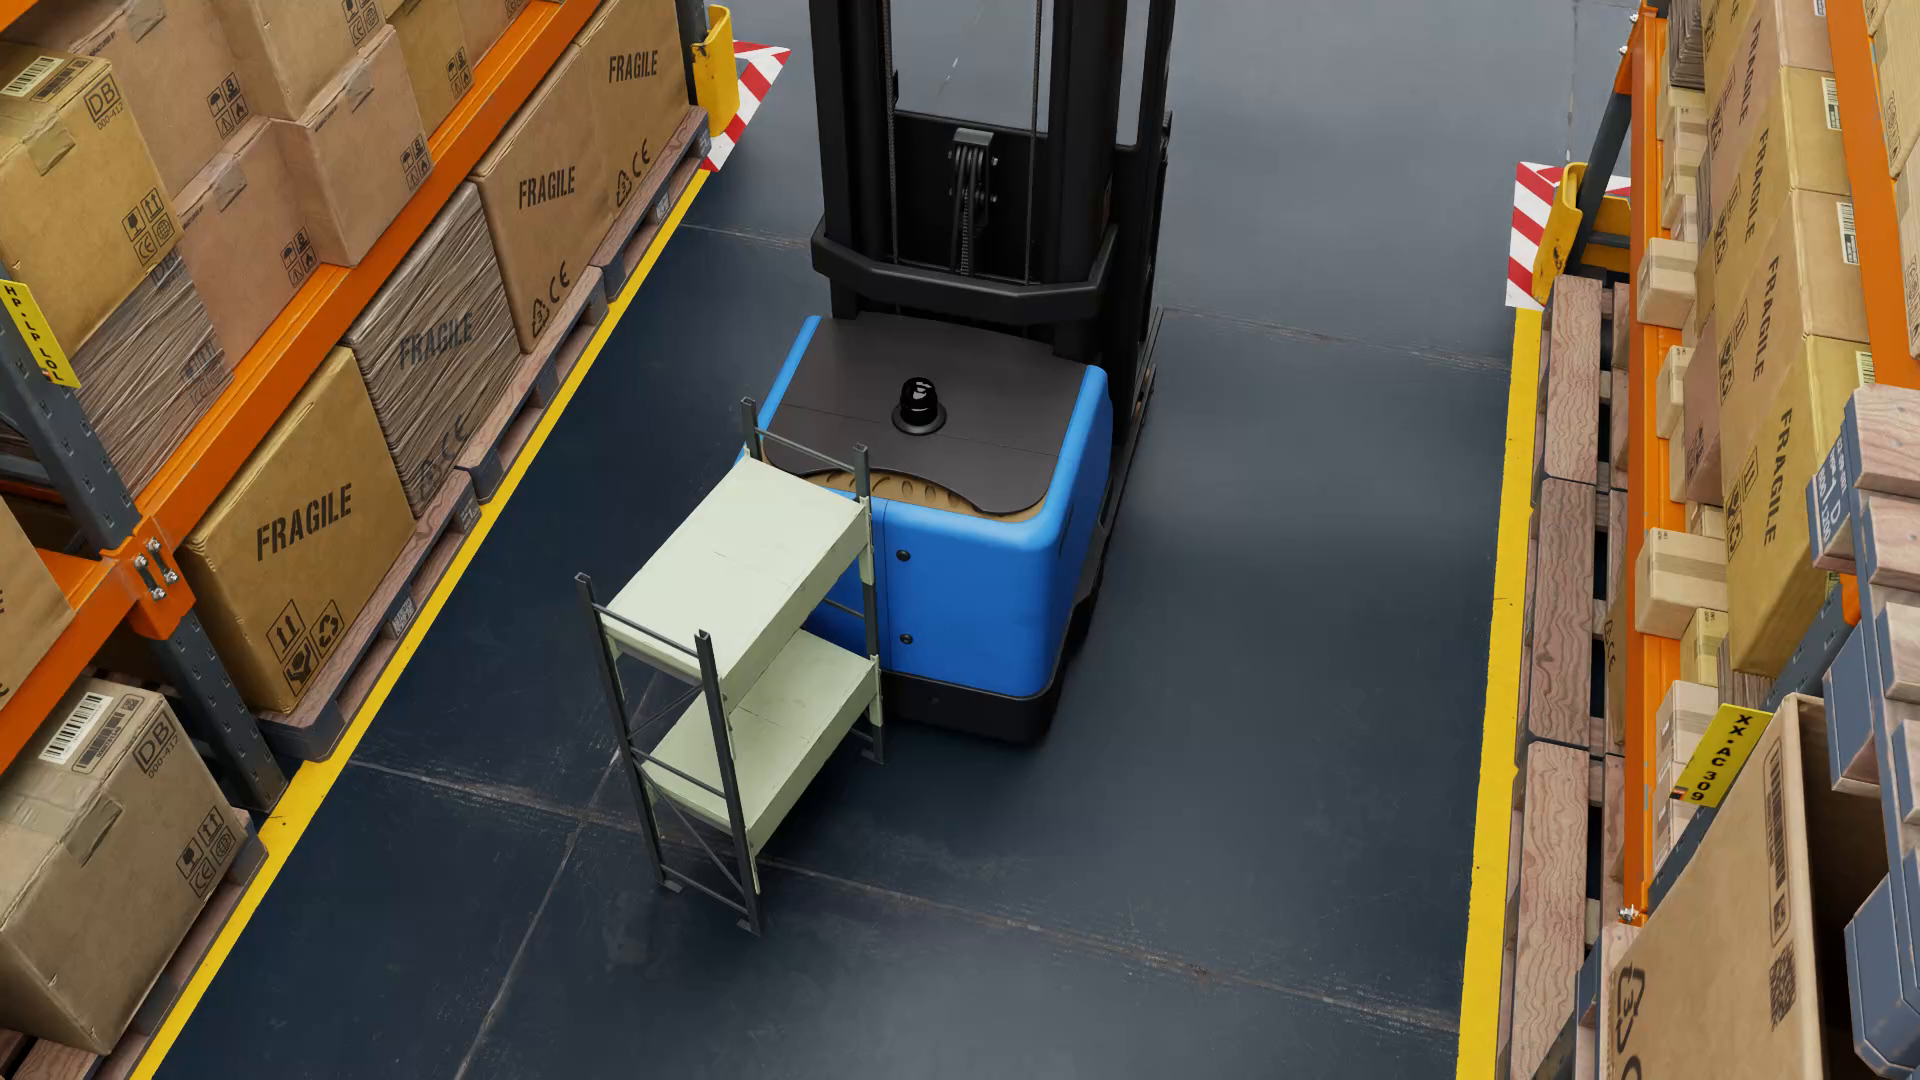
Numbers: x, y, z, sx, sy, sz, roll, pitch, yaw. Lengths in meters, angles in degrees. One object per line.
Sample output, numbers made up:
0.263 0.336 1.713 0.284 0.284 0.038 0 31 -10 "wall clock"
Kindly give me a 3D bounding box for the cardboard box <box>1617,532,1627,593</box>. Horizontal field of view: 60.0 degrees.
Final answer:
2.596 -0.050 5.680 0.500 0.500 0.500 16 50 14 "cardboard box"

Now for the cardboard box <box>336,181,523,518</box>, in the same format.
-2.261 -0.763 6.060 0.875 0.875 0.875 12 50 10 "cardboard box"

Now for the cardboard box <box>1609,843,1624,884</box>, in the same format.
2.318 0.810 4.922 0.500 0.500 0.500 27 54 22 "cardboard box"

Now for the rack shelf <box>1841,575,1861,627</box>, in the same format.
1.505 1.511 1.395 1.077 0.370 4.000 12 50 10 "rack shelf"

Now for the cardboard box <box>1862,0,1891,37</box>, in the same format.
2.176 -1.251 3.453 0.500 0.250 0.500 11 50 10 "cardboard box"

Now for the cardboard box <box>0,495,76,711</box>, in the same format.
-2.607 0.164 4.038 0.500 0.500 0.500 11 50 10 "cardboard box"

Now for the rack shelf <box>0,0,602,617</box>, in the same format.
-2.201 -1.442 6.002 1.077 0.370 4.000 12 50 10 "rack shelf"

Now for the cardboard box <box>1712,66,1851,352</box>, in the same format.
2.147 -0.747 3.976 0.500 0.500 0.500 12 50 10 "cardboard box"

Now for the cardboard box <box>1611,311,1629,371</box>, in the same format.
2.903 -0.938 6.464 0.500 0.500 0.500 20 52 17 "cardboard box"

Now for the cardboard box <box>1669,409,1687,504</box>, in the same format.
2.181 -0.206 4.599 0.380 0.149 0.250 12 50 10 "cardboard box"

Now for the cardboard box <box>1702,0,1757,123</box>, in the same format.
2.408 -1.471 4.615 0.500 0.500 0.500 12 50 10 "cardboard box"

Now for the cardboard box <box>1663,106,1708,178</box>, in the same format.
2.569 -1.292 5.558 0.380 0.149 0.250 12 50 10 "cardboard box"

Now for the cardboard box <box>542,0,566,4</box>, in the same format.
-1.852 -2.496 6.353 0.875 0.550 0.550 12 50 10 "cardboard box"

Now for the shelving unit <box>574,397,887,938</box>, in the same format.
-0.607 0.419 4.880 0.431 1.500 0.755 23 52 19 "shelving unit"

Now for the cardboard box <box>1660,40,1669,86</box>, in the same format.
2.695 -1.655 5.878 0.380 0.149 0.250 12 50 10 "cardboard box"

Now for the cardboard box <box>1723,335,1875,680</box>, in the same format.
1.884 -0.023 3.338 0.500 0.500 0.500 12 50 10 "cardboard box"

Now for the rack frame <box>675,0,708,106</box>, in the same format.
-1.675 -3.126 7.009 1.000 3.000 0.127 12 50 10 "rack frame"

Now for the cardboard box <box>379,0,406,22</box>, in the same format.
-2.158 -2.069 5.255 0.875 0.550 0.500 12 50 10 "cardboard box"

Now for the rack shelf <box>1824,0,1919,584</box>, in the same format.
2.558 -1.382 3.949 1.077 0.370 4.000 12 50 10 "rack shelf"

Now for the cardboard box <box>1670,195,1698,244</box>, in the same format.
2.456 -0.927 5.235 0.380 0.149 0.250 12 50 10 "cardboard box"

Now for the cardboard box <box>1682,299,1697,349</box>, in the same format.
2.353 -0.559 4.911 0.380 0.149 0.250 12 50 10 "cardboard box"

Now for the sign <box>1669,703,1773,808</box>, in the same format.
1.506 0.431 3.292 0.100 0.325 0.005 12 50 10 "sign"

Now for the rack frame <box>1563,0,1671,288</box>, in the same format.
3.084 -2.074 6.080 1.000 3.000 0.127 12 50 10 "rack frame"

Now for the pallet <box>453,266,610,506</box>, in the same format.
-2.133 -0.730 6.754 1.003 0.211 1.213 12 50 10 "pallet"

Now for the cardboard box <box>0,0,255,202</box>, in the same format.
-2.564 -1.321 4.595 0.875 0.550 0.550 12 50 10 "cardboard box"

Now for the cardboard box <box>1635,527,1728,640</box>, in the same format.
1.961 0.138 4.295 0.380 0.149 0.250 12 50 10 "cardboard box"

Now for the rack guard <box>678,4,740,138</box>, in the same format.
-1.668 -2.317 7.961 1.175 0.500 0.348 12 50 10 "rack guard"

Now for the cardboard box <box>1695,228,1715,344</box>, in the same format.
2.581 -0.716 4.616 0.875 0.500 0.500 12 50 10 "cardboard box"

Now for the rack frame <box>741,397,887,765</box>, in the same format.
-0.427 0.180 5.091 0.400 1.500 0.023 23 52 19 "rack frame"

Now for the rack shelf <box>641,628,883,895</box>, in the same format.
-0.607 0.635 5.124 0.431 0.370 0.720 23 52 19 "rack shelf"

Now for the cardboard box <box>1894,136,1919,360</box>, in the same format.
1.899 -0.505 2.795 0.500 0.250 0.500 13 50 11 "cardboard box"

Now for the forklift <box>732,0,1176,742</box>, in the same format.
0.163 -1.426 5.554 1.130 2.935 3.031 11 50 10 "forklift"

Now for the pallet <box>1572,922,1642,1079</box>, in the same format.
1.690 1.406 3.136 1.003 0.211 1.213 12 50 10 "pallet"

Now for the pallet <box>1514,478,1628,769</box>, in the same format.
2.493 0.364 5.788 1.003 0.211 1.213 12 50 10 "pallet"

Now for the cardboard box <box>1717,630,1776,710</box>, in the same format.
2.209 0.374 3.654 0.875 0.500 0.500 12 50 10 "cardboard box"

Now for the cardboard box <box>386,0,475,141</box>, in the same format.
-2.220 -1.725 5.671 0.875 0.550 0.500 12 50 10 "cardboard box"

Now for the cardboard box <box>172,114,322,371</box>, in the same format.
-2.519 -0.954 4.991 0.875 0.550 0.550 12 50 10 "cardboard box"

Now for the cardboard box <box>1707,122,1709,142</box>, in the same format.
2.897 -1.428 5.245 0.875 0.500 0.500 12 50 10 "cardboard box"

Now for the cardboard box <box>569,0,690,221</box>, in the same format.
-1.789 -2.059 7.203 0.875 0.875 0.875 12 50 10 "cardboard box"

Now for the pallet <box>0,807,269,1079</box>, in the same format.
-2.858 1.263 4.995 1.003 0.211 1.213 12 50 10 "pallet"

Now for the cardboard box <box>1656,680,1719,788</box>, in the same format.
1.879 0.509 3.967 0.380 0.149 0.250 12 50 10 "cardboard box"
